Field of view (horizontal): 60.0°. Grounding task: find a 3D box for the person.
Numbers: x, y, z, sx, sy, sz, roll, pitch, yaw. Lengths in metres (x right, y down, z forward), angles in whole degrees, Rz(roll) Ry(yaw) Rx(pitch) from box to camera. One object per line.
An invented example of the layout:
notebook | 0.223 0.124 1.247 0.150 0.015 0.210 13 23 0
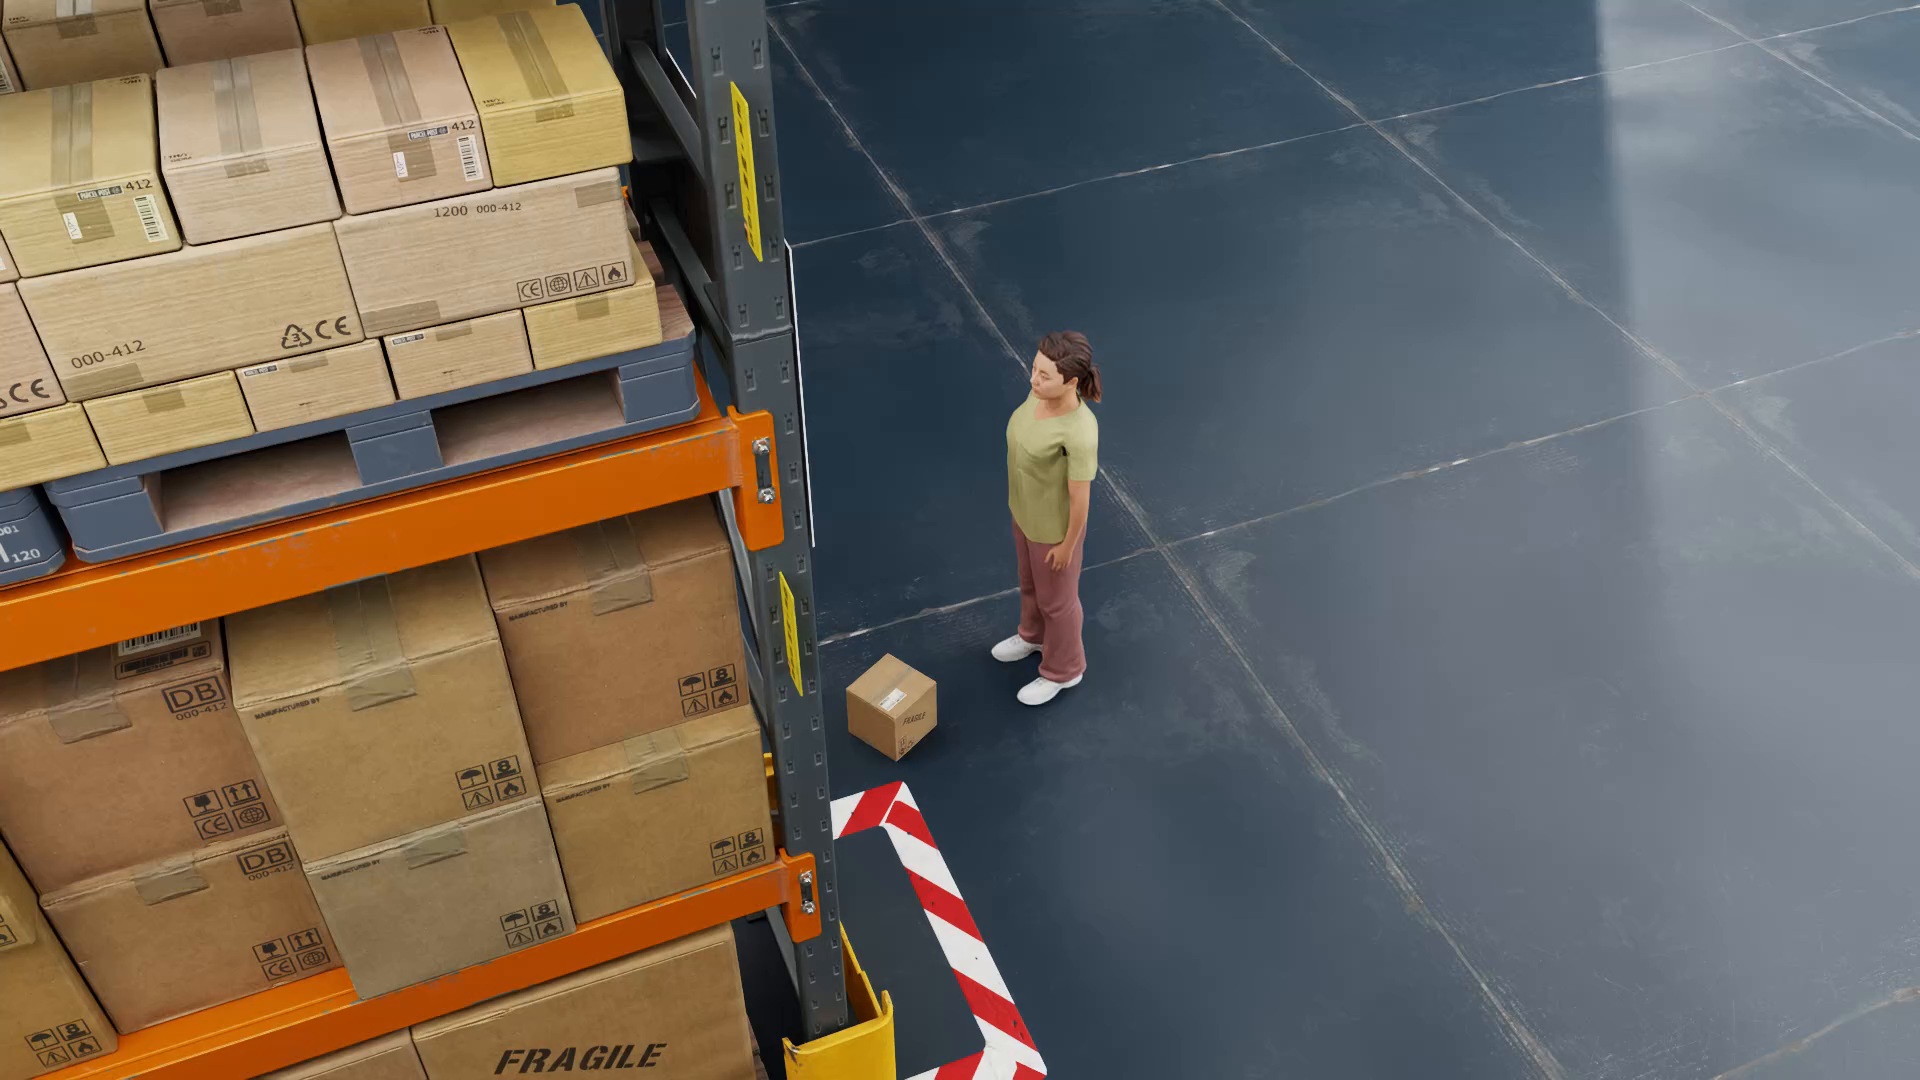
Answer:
person | 0.345 -0.081 6.257 0.349 1.668 0.438 -14 44 -15
